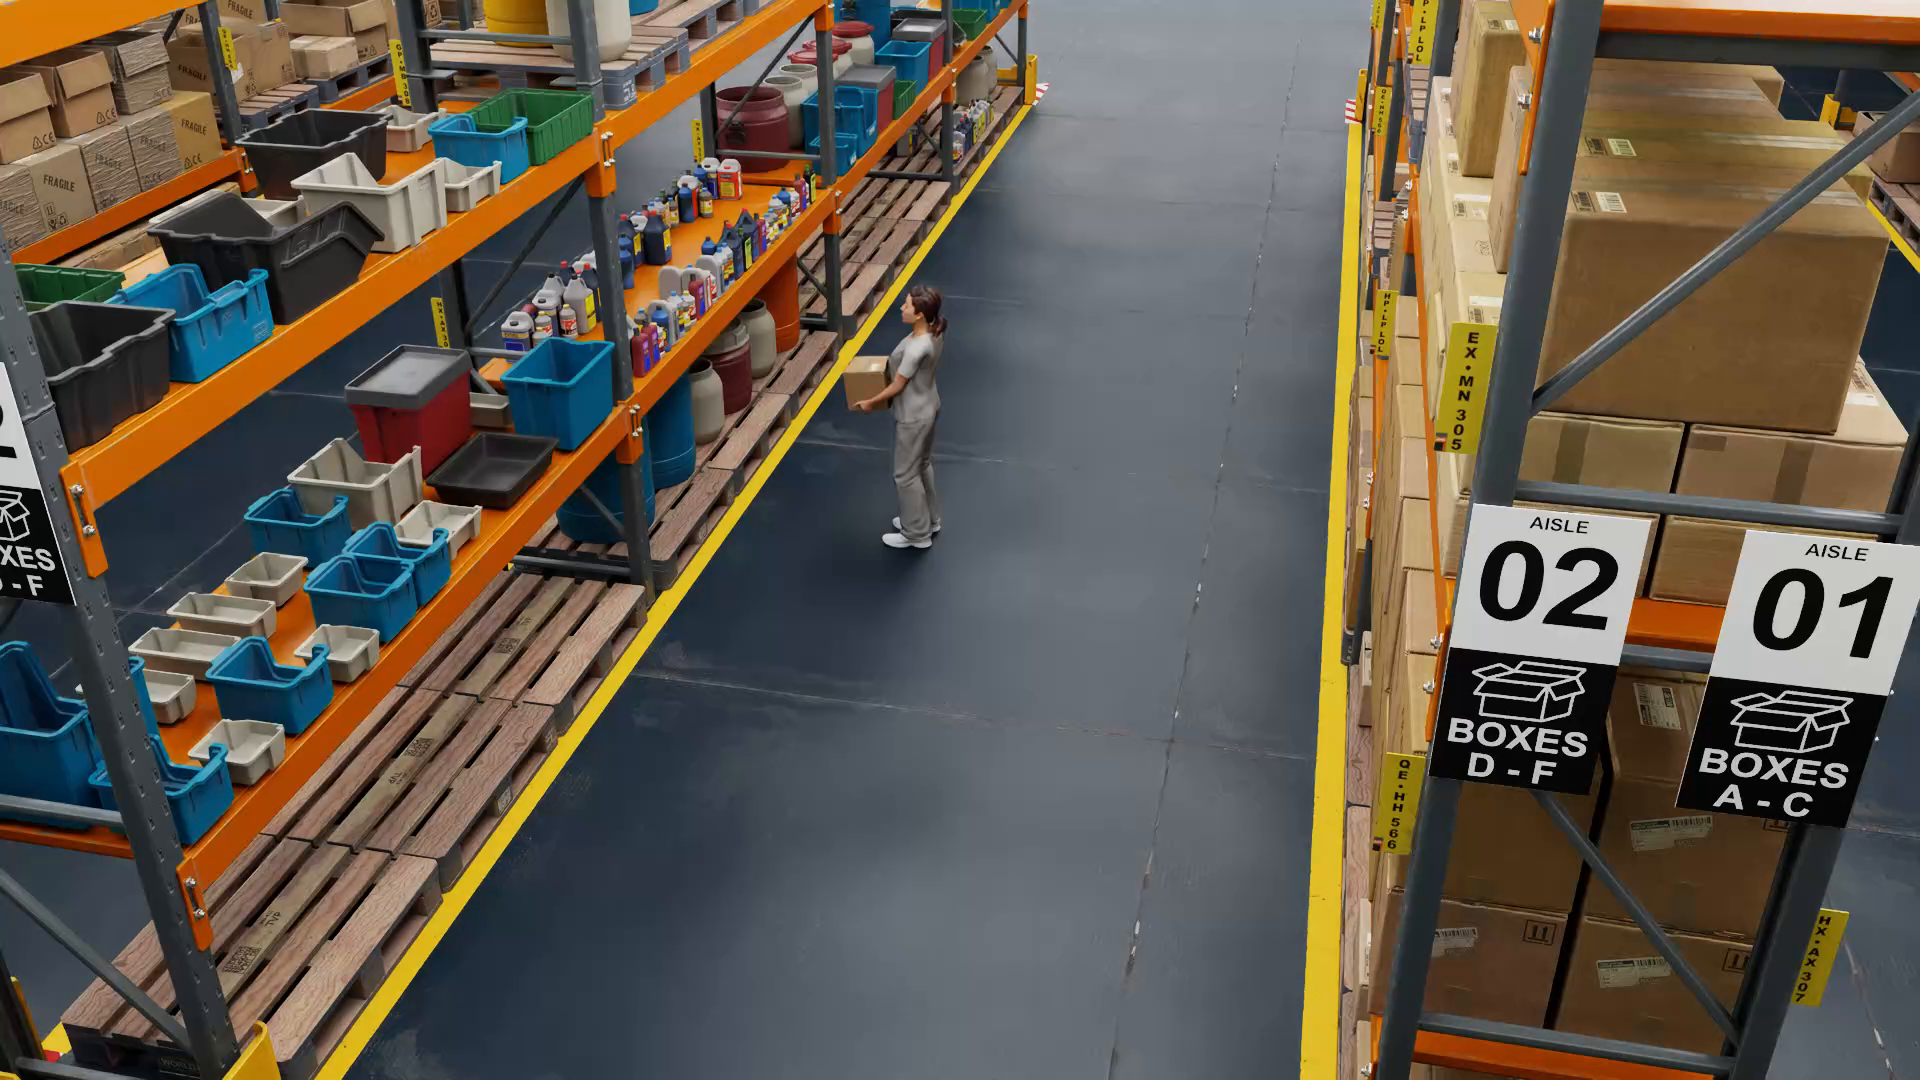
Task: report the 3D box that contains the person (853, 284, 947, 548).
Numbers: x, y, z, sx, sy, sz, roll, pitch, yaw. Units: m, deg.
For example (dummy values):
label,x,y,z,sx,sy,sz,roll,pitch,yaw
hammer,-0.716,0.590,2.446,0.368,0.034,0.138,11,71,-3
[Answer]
label,x,y,z,sx,sy,sz,roll,pitch,yaw
person,-0.336,-0.750,9.986,0.560,1.663,0.436,7,30,12
